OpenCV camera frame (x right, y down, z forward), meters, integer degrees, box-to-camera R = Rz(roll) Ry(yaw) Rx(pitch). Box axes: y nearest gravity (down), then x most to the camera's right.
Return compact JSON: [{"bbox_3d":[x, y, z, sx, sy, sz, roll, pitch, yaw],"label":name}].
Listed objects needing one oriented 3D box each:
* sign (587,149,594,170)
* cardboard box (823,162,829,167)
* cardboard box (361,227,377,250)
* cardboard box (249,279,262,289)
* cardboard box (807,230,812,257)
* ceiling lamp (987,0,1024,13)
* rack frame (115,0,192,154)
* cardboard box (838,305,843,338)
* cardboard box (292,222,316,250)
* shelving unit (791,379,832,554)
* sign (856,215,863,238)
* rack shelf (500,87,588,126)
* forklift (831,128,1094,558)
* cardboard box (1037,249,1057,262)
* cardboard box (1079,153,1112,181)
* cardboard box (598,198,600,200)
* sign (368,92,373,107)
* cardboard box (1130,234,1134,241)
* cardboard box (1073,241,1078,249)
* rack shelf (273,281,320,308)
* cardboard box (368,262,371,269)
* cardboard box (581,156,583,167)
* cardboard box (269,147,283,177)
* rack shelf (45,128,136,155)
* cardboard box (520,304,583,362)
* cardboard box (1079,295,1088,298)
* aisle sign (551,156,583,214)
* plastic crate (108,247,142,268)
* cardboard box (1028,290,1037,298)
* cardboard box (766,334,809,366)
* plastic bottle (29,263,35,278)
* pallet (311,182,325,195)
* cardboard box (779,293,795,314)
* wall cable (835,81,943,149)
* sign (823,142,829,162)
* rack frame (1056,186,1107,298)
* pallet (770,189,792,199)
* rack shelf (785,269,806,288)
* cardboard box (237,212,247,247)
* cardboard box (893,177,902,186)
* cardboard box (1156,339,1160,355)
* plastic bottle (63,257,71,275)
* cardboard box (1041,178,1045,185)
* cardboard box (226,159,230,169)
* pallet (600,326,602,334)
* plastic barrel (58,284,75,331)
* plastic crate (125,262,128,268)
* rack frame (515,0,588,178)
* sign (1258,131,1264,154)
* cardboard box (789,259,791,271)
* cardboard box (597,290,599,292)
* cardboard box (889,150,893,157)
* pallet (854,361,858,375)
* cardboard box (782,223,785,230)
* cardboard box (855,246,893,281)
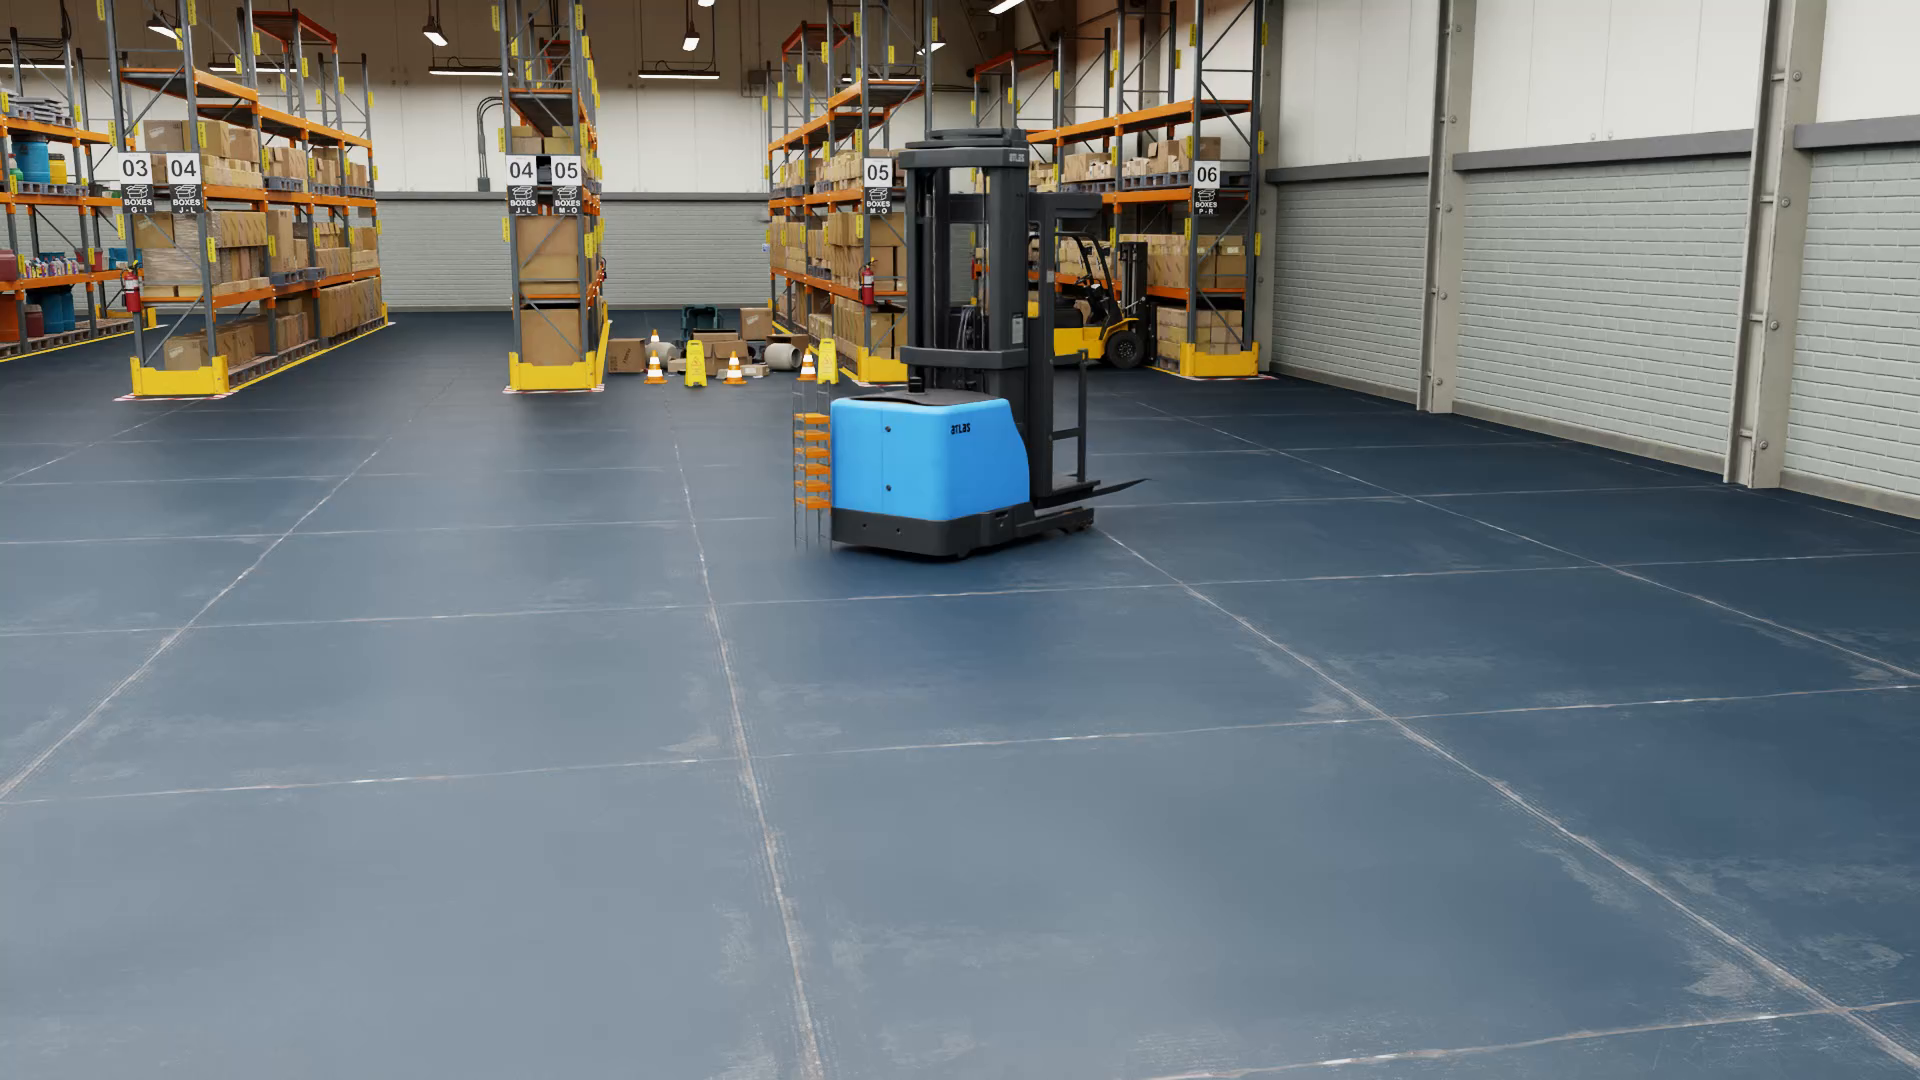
[{"bbox_3d":[-5.973,-6.148,26.860,0.100,0.325,0.005,-2,11,-11],"label":"sign"},{"bbox_3d":[-2.139,-6.700,29.293,0.500,0.250,0.500,-2,11,-10],"label":"cardboard box"},{"bbox_3d":[-13.384,-6.762,37.299,0.500,0.500,0.500,-2,11,-10],"label":"cardboard box"},{"bbox_3d":[-10.885,-3.911,25.397,0.380,0.149,0.250,-2,11,-11],"label":"cardboard box"},{"bbox_3d":[-2.599,-5.604,31.432,0.500,0.500,0.500,-2,11,-13],"label":"cardboard box"},{"bbox_3d":[1.058,-10.451,27.424,0.800,3.185,2.000,-2,11,-11],"label":"ceiling lamp"},{"bbox_3d":[-10.621,-6.413,21.824,0.949,2.616,0.053,-2,11,-11],"label":"rack frame"},{"bbox_3d":[-1.716,-3.568,27.146,0.500,0.500,0.500,-2,11,-9],"label":"cardboard box"},{"bbox_3d":[-12.307,-5.610,30.698,0.797,0.503,0.637,-2,11,-9],"label":"cardboard box"},{"bbox_3d":[-1.046,-0.521,11.724,0.189,1.200,0.258,-5,12,-26],"label":"shelving unit"},{"bbox_3d":[-1.452,-4.534,24.053,0.100,0.325,0.005,-2,11,-11],"label":"sign"},{"bbox_3d":[-6.129,-6.392,24.706,1.077,0.370,4.000,-2,11,-11],"label":"rack shelf"},{"bbox_3d":[0.362,-1.539,12.446,1.130,2.935,3.031,8,13,36],"label":"forklift"},{"bbox_3d":[1.886,-5.789,33.868,0.500,0.250,0.500,-3,11,-14],"label":"cardboard box"},{"bbox_3d":[2.508,-6.925,30.875,0.500,0.500,0.500,-2,11,-10],"label":"cardboard box"},{"bbox_3d":[-8.191,-7.607,36.519,0.500,0.250,0.500,-2,11,-8],"label":"cardboard box"},{"bbox_3d":[-13.201,-9.863,37.236,0.100,0.325,0.005,-2,11,-11],"label":"sign"},{"bbox_3d":[3.114,-5.142,28.391,0.380,0.149,0.250,-2,11,-10],"label":"cardboard box"},{"bbox_3d":[2.373,-5.631,31.756,0.380,0.149,0.250,-2,11,-10],"label":"cardboard box"},{"bbox_3d":[-11.791,-4.213,28.233,1.077,0.370,4.000,-2,11,-11],"label":"rack shelf"},{"bbox_3d":[-13.093,-5.989,36.312,0.380,0.149,0.250,-2,11,-11],"label":"cardboard box"},{"bbox_3d":[-5.492,-5.308,23.321,0.380,0.149,0.250,-2,11,-11],"label":"cardboard box"},{"bbox_3d":[-11.581,-6.193,27.289,0.797,0.503,0.637,-2,11,-9],"label":"cardboard box"},{"bbox_3d":[-18.206,-8.251,34.472,1.077,0.370,4.000,-2,11,-11],"label":"rack shelf"},{"bbox_3d":[-6.109,-3.074,24.882,0.875,0.875,0.875,-2,11,-12],"label":"cardboard box"},{"bbox_3d":[2.613,-4.879,33.634,0.380,0.149,0.250,-2,11,-8],"label":"cardboard box"},{"bbox_3d":[-5.431,-4.903,22.981,0.394,0.787,0.004,-2,11,-11],"label":"aisle sign"},{"bbox_3d":[-18.346,-6.213,36.560,0.616,0.435,0.499,-2,11,-11],"label":"plastic crate"},{"bbox_3d":[1.630,-5.335,36.033,0.380,0.149,0.250,-3,11,-14],"label":"cardboard box"},{"bbox_3d":[-2.808,-3.087,27.073,0.500,0.500,0.500,6,12,28],"label":"cardboard box"},{"bbox_3d":[-16.877,-4.898,30.220,0.061,0.283,0.133,-2,11,-11],"label":"plastic bottle"},{"bbox_3d":[-12.358,-6.430,30.441,1.213,0.211,1.003,-2,11,-8],"label":"pallet"},{"bbox_3d":[-3.789,-5.591,39.279,0.875,0.438,0.875,-3,11,-13],"label":"cardboard box"},{"bbox_3d":[-1.920,-10.881,45.195,2.988,3.039,0.133,-2,11,-11],"label":"wall cable"},{"bbox_3d":[-2.225,-6.460,27.657,0.100,0.325,0.005,-2,11,-11],"label":"sign"},{"bbox_3d":[2.408,-5.475,32.939,1.000,3.000,0.127,-2,11,-11],"label":"rack frame"},{"bbox_3d":[-3.861,-8.055,38.710,1.003,0.211,1.213,-2,11,-11],"label":"pallet"},{"bbox_3d":[-2.849,-5.307,33.981,1.077,0.370,4.000,-2,11,-11],"label":"rack shelf"},{"bbox_3d":[-10.756,-4.538,24.281,0.500,0.500,0.500,-2,11,-11],"label":"cardboard box"},{"bbox_3d":[-0.789,-5.294,24.638,0.380,0.149,0.250,-2,11,-13],"label":"cardboard box"},{"bbox_3d":[3.387,-3.121,26.805,0.500,0.250,0.500,-2,11,-10],"label":"cardboard box"},{"bbox_3d":[-17.317,-5.306,32.183,0.144,0.351,0.185,-2,11,-11],"label":"plastic bottle"},{"bbox_3d":[1.879,-7.364,34.175,0.380,0.149,0.250,-2,11,-9],"label":"cardboard box"},{"bbox_3d":[-10.829,-5.452,24.131,0.380,0.149,0.250,-3,11,-13],"label":"cardboard box"},{"bbox_3d":[-7.921,-4.316,34.309,1.003,0.211,1.213,-2,11,-11],"label":"pallet"},{"bbox_3d":[-17.728,-4.562,32.631,0.600,0.901,0.708,-2,11,-11],"label":"plastic barrel"},{"bbox_3d":[-18.259,-5.977,36.124,0.396,0.136,0.243,-2,11,-11],"label":"plastic crate"},{"bbox_3d":[-6.518,-7.309,26.528,1.000,3.000,0.127,-2,11,-11],"label":"rack frame"},{"bbox_3d":[4.510,-5.968,24.960,0.100,0.325,0.005,-2,11,-11],"label":"sign"},{"bbox_3d":[-3.309,-5.768,34.882,0.500,0.250,0.500,-2,11,-12],"label":"cardboard box"},{"bbox_3d":[-7.477,-4.857,33.248,0.500,0.250,0.500,-3,11,-14],"label":"cardboard box"},{"bbox_3d":[-0.837,-5.687,24.568,0.380,0.149,0.250,-2,11,-11],"label":"cardboard box"},{"bbox_3d":[-1.042,-2.621,25.401,1.003,0.211,1.213,-2,11,-11],"label":"pallet"},{"bbox_3d":[-3.600,-6.644,36.140,0.500,0.500,0.500,-2,11,-11],"label":"cardboard box"},{"bbox_3d":[-1.280,-4.111,24.711,0.500,0.500,0.500,-2,11,-12],"label":"cardboard box"}]
